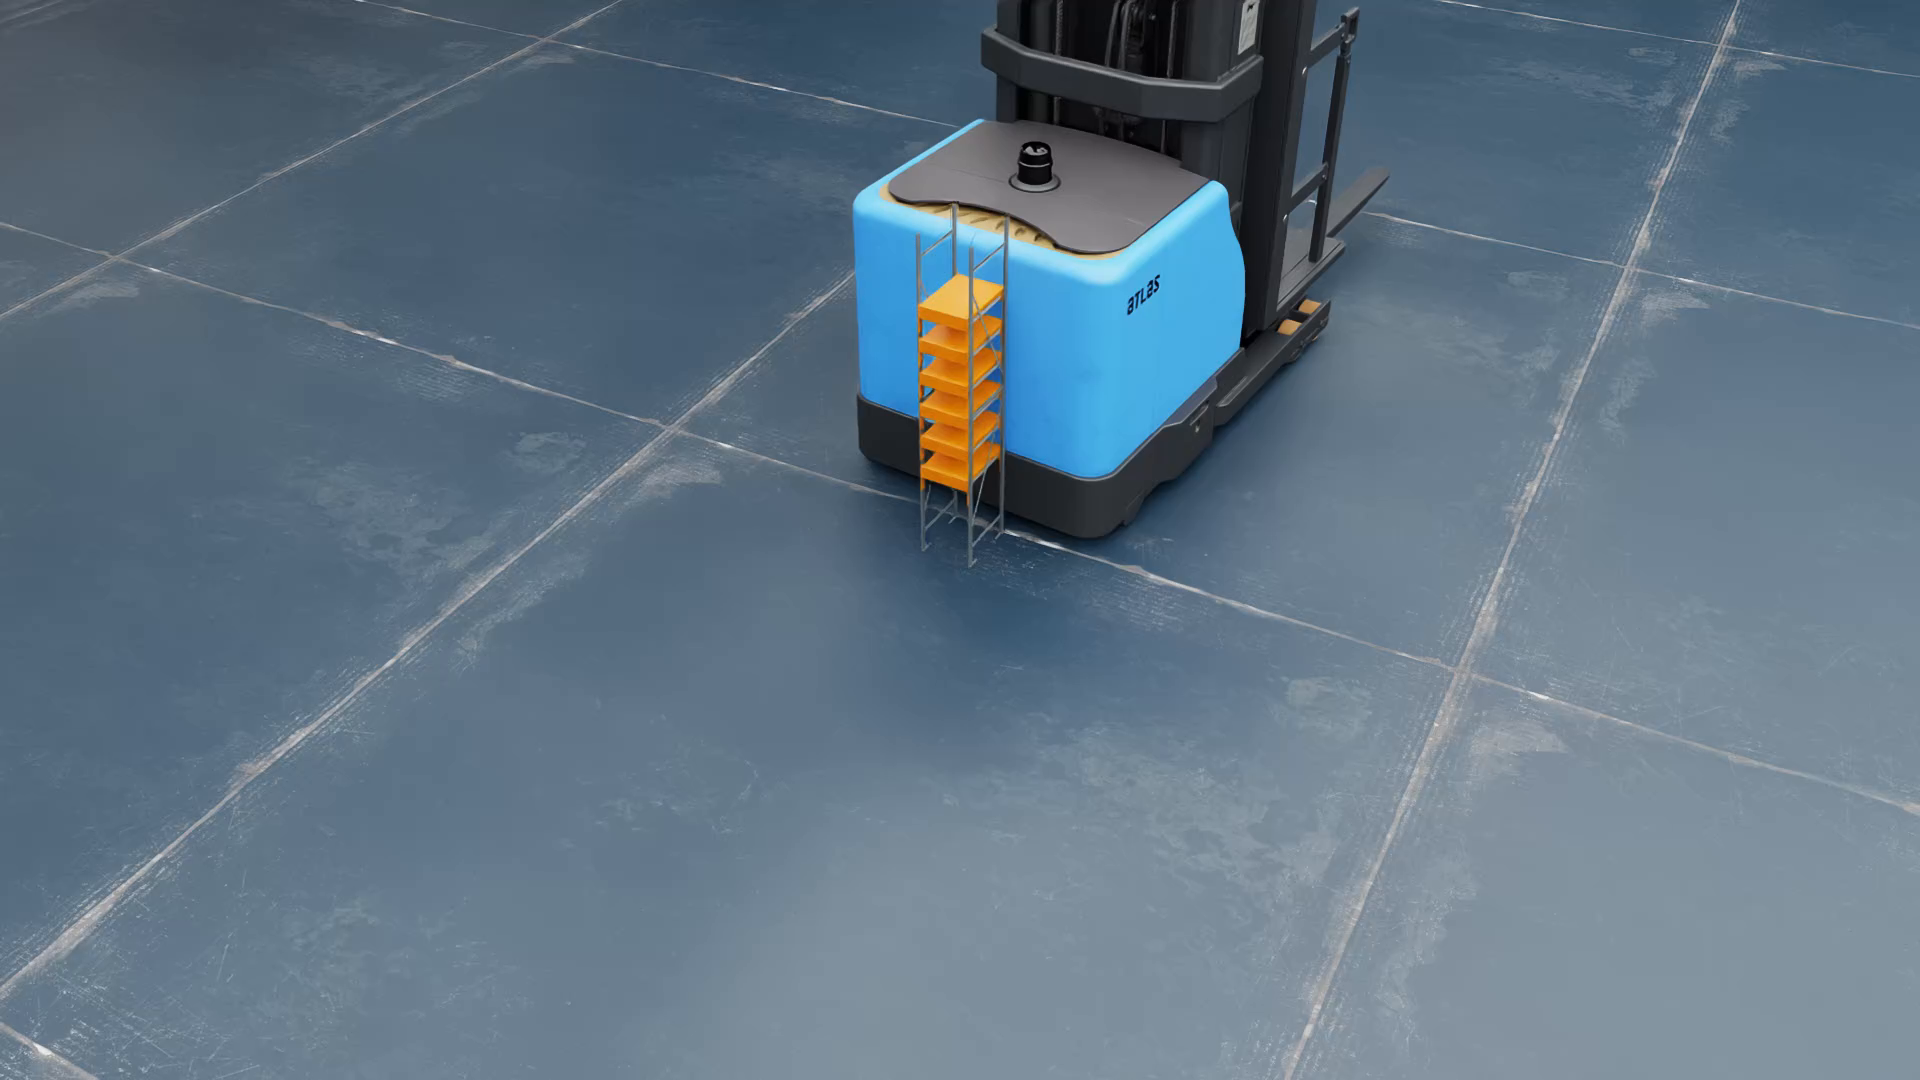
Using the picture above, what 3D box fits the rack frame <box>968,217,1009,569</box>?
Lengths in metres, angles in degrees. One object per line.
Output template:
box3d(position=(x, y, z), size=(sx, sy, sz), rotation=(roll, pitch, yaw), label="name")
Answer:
box3d(position=(0.088, -0.443, 5.341), size=(0.006, 1.200, 0.240), rotation=(19, 41, 23), label="rack frame")

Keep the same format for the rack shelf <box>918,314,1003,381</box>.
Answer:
box3d(position=(0.009, -0.626, 5.259), size=(0.180, 0.103, 0.258), rotation=(19, 41, 23), label="rack shelf")

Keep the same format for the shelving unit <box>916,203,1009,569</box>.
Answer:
box3d(position=(0.009, -0.471, 5.377), size=(0.189, 1.200, 0.258), rotation=(19, 41, 23), label="shelving unit")

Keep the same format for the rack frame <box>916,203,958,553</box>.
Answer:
box3d(position=(-0.071, -0.498, 5.414), size=(0.006, 1.200, 0.240), rotation=(19, 41, 23), label="rack frame")

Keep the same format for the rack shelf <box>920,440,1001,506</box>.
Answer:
box3d(position=(0.009, -0.244, 5.549), size=(0.180, 0.103, 0.258), rotation=(19, 41, 23), label="rack shelf")

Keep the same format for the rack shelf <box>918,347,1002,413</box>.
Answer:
box3d(position=(0.009, -0.531, 5.332), size=(0.180, 0.103, 0.258), rotation=(19, 41, 23), label="rack shelf")

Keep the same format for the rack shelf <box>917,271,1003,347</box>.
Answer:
box3d(position=(0.009, -0.722, 5.187), size=(0.180, 0.103, 0.258), rotation=(19, 41, 23), label="rack shelf")

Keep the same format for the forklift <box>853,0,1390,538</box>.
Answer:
box3d(position=(0.859, -2.030, 6.000), size=(1.130, 2.935, 3.031), rotation=(22, 42, 26), label="forklift")

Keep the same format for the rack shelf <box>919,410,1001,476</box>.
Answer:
box3d(position=(0.009, -0.340, 5.477), size=(0.180, 0.103, 0.258), rotation=(19, 41, 23), label="rack shelf")

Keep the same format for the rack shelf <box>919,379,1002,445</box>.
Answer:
box3d(position=(0.009, -0.435, 5.404), size=(0.180, 0.103, 0.258), rotation=(19, 41, 23), label="rack shelf")
